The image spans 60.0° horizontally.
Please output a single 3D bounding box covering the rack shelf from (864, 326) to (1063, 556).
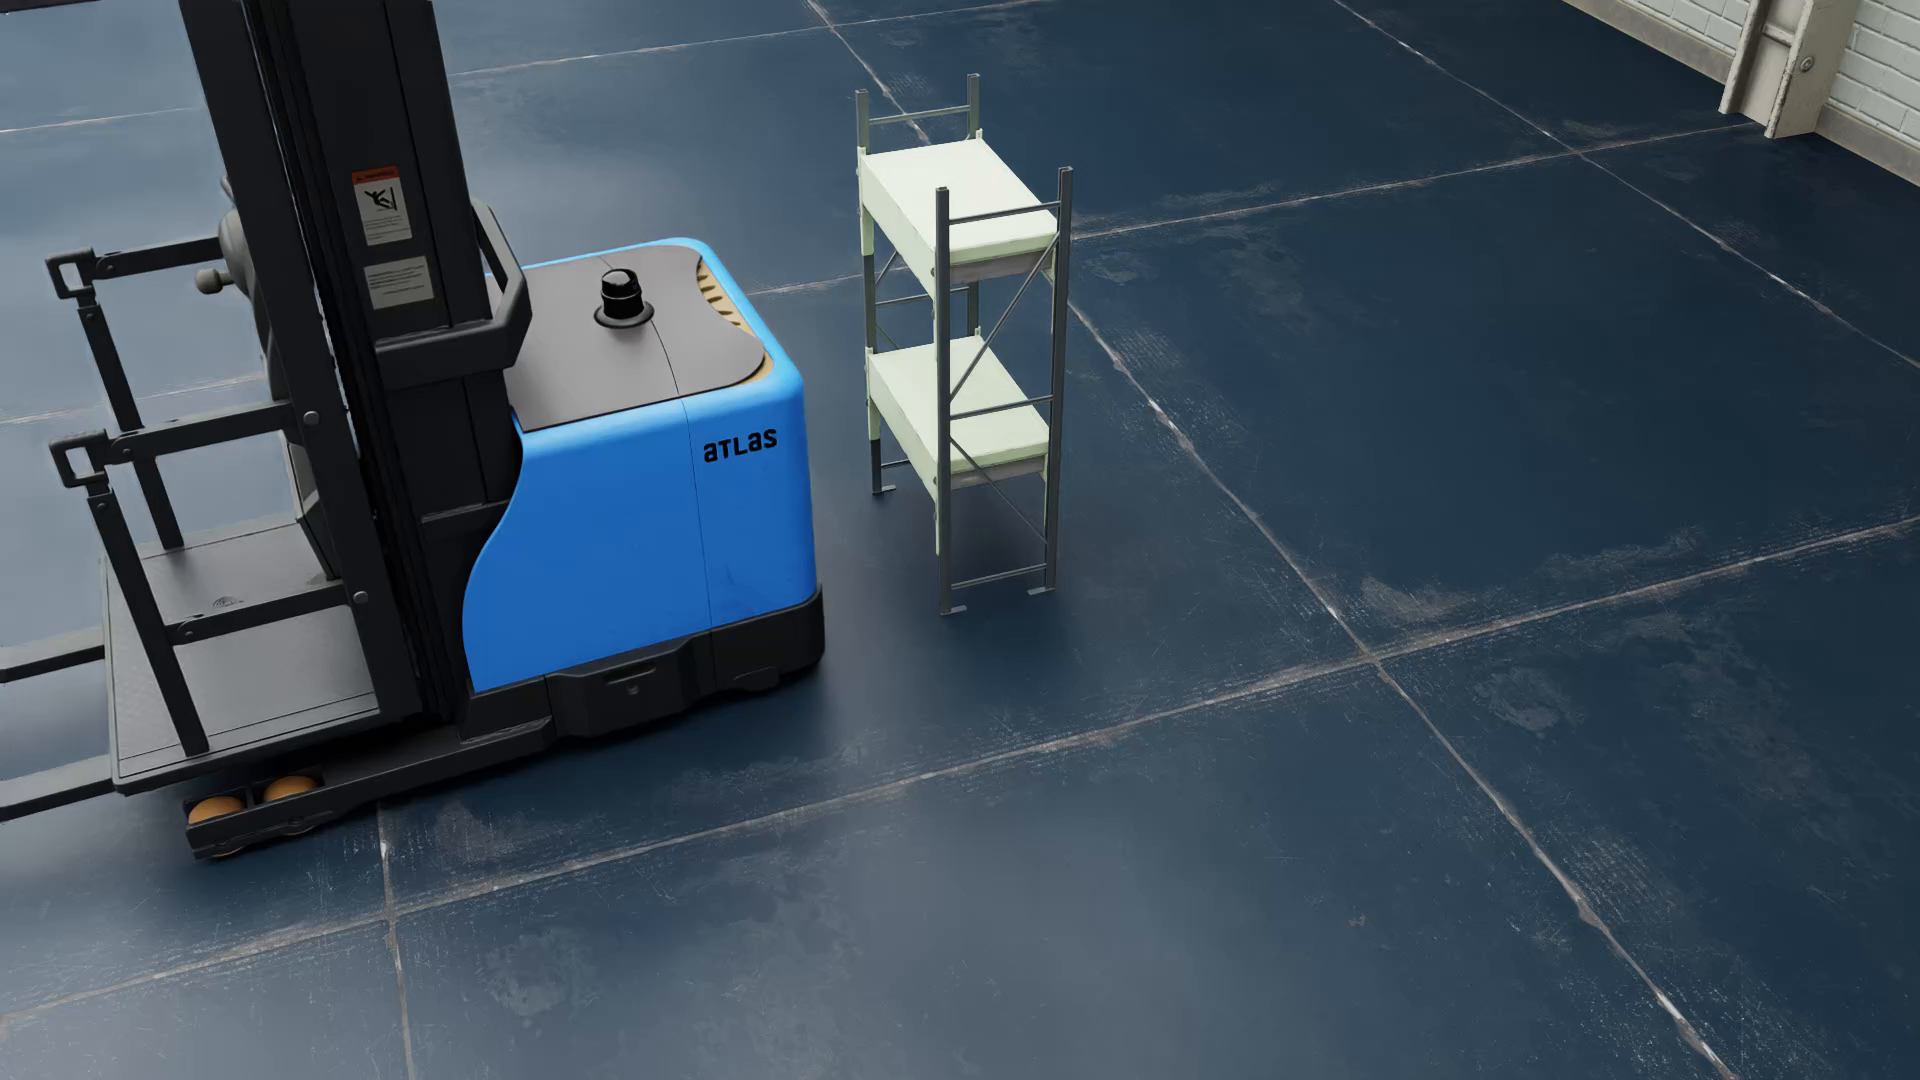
[{"bbox_3d":[-0.002,-0.342,5.500,0.431,0.370,0.720,-12,39,-16],"label":"rack shelf"}]

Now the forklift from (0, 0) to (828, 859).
[{"bbox_3d":[-1.975,-0.663,4.195,3.031,2.935,1.130,-15,40,-19],"label":"forklift"}]

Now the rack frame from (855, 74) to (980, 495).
[{"bbox_3d":[-0.128,-0.810,5.578,0.400,1.500,0.023,-12,39,-16],"label":"rack frame"}]

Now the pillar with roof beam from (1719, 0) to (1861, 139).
[{"bbox_3d":[0.159,-4.886,4.758,9.100,9.000,0.400,-12,39,-16],"label":"pillar with roof beam"}]

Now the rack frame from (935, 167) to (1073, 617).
[{"bbox_3d":[0.124,-0.396,5.029,0.400,1.500,0.023,-12,39,-16],"label":"rack frame"}]

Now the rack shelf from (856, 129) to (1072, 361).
[{"bbox_3d":[-0.002,-0.915,5.069,0.431,0.370,0.720,-12,39,-16],"label":"rack shelf"}]

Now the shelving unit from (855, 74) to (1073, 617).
[{"bbox_3d":[-0.002,-0.603,5.304,0.431,1.500,0.755,-12,39,-16],"label":"shelving unit"}]
